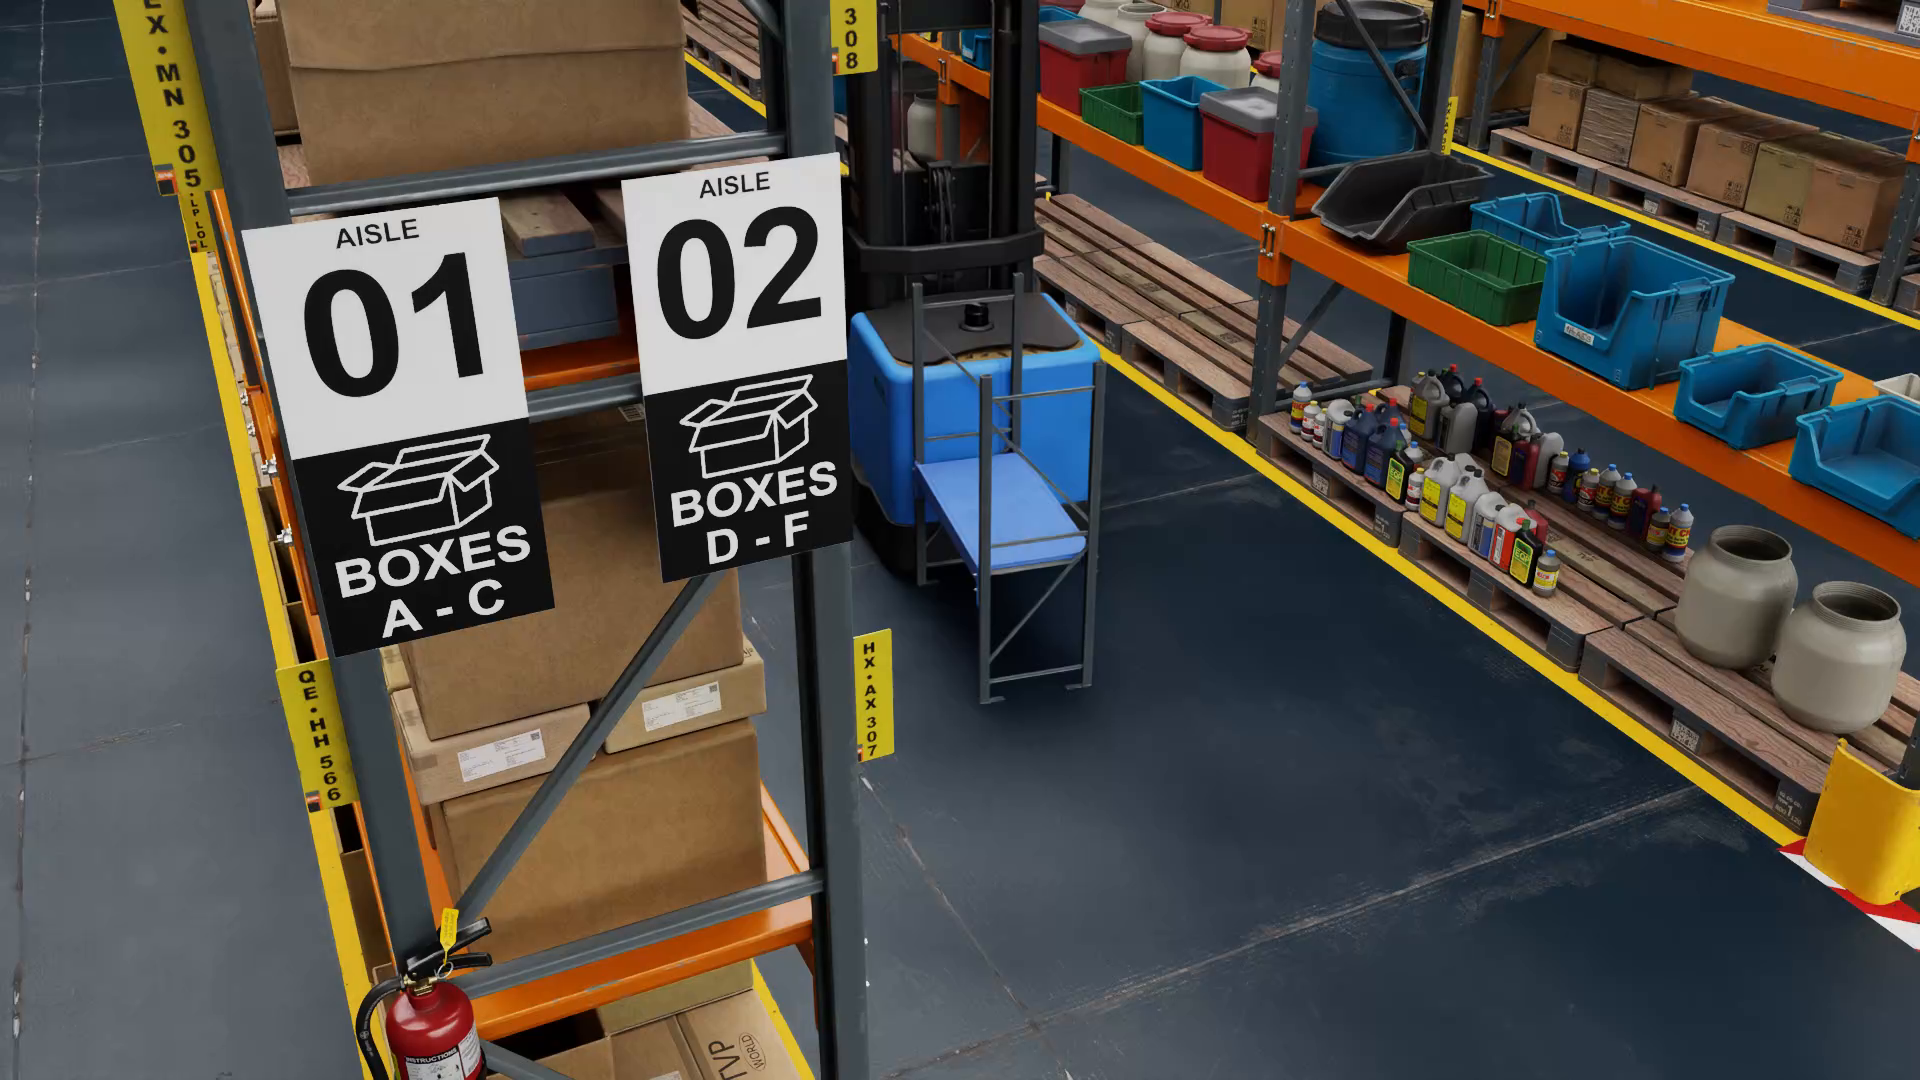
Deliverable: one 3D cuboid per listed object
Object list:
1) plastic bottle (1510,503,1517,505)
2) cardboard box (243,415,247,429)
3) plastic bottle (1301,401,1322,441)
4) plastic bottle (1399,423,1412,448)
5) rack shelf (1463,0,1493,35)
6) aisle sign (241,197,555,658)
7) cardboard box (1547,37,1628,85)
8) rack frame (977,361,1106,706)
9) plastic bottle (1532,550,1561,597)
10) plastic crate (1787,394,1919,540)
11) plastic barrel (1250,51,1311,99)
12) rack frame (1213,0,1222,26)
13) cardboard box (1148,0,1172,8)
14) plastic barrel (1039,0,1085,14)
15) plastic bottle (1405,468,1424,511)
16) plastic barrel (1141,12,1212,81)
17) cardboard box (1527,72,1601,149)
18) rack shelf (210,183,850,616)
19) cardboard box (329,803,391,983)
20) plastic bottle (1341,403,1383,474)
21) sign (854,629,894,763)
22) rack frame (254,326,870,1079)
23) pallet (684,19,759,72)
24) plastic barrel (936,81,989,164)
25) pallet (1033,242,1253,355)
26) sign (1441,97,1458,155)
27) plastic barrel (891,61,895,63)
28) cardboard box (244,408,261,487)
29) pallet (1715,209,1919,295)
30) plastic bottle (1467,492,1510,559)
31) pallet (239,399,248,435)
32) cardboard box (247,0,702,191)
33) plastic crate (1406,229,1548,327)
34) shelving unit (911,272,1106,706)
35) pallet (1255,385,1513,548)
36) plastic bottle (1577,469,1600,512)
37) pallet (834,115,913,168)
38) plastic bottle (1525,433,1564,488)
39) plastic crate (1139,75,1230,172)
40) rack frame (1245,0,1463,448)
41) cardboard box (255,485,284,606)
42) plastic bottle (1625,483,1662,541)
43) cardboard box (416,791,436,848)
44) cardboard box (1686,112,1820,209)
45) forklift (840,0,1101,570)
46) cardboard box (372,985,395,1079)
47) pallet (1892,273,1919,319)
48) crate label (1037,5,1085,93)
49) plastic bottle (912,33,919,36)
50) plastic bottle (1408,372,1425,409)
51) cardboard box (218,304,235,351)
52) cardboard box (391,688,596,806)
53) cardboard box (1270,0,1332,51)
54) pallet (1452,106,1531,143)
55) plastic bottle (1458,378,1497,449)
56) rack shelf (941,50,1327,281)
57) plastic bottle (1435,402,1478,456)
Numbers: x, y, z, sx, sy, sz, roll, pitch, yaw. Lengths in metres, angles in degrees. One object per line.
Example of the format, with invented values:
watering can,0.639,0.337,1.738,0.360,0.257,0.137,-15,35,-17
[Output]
plastic bottle,2.556,-0.074,7.727,0.097,0.201,0.097,0,29,0
cardboard box,-3.506,-0.680,8.778,0.500,0.250,0.500,-12,32,-21
plastic bottle,1.846,-0.631,8.720,0.097,0.201,0.097,0,29,0
plastic bottle,2.204,-0.457,8.338,0.097,0.271,0.097,0,29,0
rack shelf,3.959,-5.314,15.396,1.077,0.370,4.000,-13,32,-22
aisle sign,-0.934,-0.176,2.838,0.394,0.787,0.004,-13,32,-22
cardboard box,5.132,-3.884,13.448,0.500,0.250,0.500,-12,31,-20
rack frame,0.318,0.002,6.713,0.500,1.500,0.032,-8,30,-14
plastic bottle,2.594,0.139,7.347,0.097,0.201,0.097,0,29,0
plastic crate,3.293,-0.264,5.806,0.499,0.251,0.616,-13,32,-22
plastic barrel,1.849,-2.466,9.441,0.433,0.535,0.433,0,29,0
rack frame,3.100,-6.512,16.795,1.000,3.000,0.127,-13,32,-22
cardboard box,2.503,-6.474,18.471,0.875,0.875,0.875,-13,32,-22
plastic barrel,0.817,-3.623,11.504,0.600,0.536,0.708,-13,32,-22
plastic bottle,2.215,-0.252,8.044,0.097,0.201,0.097,0,29,0
plastic barrel,1.348,-2.981,10.360,0.433,0.535,0.433,0,29,0
cardboard box,5.123,-3.554,13.628,0.700,0.500,0.500,-15,33,-25
rack shelf,-1.555,-1.010,4.654,1.077,0.370,4.000,-13,32,-22
cardboard box,-1.638,0.944,5.115,0.500,0.500,0.500,-13,32,-22
plastic bottle,2.033,-0.530,8.388,0.144,0.351,0.185,-12,32,-21
sign,-0.193,0.342,3.608,0.100,0.325,0.005,-13,32,-22
rack frame,-0.697,0.868,3.636,1.000,3.000,0.127,-13,32,-22
pallet,-2.251,-5.112,17.150,1.003,0.211,1.213,-13,32,-22
plastic barrel,0.119,-3.154,12.597,0.600,0.830,0.708,-13,32,-22
pallet,1.162,-1.600,10.887,1.003,0.211,1.213,-13,32,-22
sign,2.563,-2.169,8.768,0.100,0.325,0.005,-13,32,-22
plastic barrel,-0.689,-3.745,13.976,0.421,0.512,0.421,0,29,0
cardboard box,-3.076,-0.475,7.839,0.500,0.311,0.500,-12,32,-21
pallet,6.199,-2.105,11.788,1.003,0.211,1.213,-13,32,-22
plastic bottle,2.451,-0.072,7.647,0.152,0.276,0.135,-14,32,-23
pallet,-3.293,-0.540,8.997,1.003,0.211,1.213,-13,32,-22
cardboard box,-0.940,-0.985,3.194,0.797,0.503,0.637,-11,31,-19
plastic crate,2.389,-1.186,7.515,0.450,0.188,0.662,-13,32,-22
shelving unit,0.177,-0.237,7.139,0.538,1.500,1.048,-8,30,-14
pallet,2.312,-0.416,8.776,1.003,0.211,1.213,-13,32,-22
plastic bottle,3.049,-0.248,8.036,0.097,0.201,0.097,0,29,0
pallet,-0.552,-3.366,14.037,1.003,0.211,1.213,-13,32,-22
plastic bottle,2.885,-0.418,8.263,0.152,0.276,0.135,-12,32,-21
plastic crate,1.307,-2.353,9.395,0.392,0.384,0.575,-13,32,-22
rack frame,2.061,-1.938,8.639,1.000,3.000,0.127,-13,32,-22
cardboard box,-2.498,0.060,6.691,0.500,0.500,0.500,-13,32,-22
plastic bottle,3.201,-0.148,7.774,0.061,0.283,0.133,-13,32,-21
cardboard box,-1.115,0.384,4.396,0.700,0.500,0.500,-12,32,-21
cardboard box,5.862,-2.817,12.312,0.700,0.500,0.500,-16,33,-26
forklift,-0.234,-1.841,8.537,1.130,2.935,3.031,-8,30,-14
cardboard box,-1.419,1.491,4.907,0.500,0.250,0.500,-13,32,-22
pallet,6.855,-1.472,10.659,1.003,0.211,1.213,-13,32,-22
crate label,0.526,-3.224,10.897,0.502,0.435,0.616,-13,32,-22
plastic bottle,-0.314,-3.845,12.159,0.061,0.283,0.133,-13,32,-22
plastic bottle,2.499,-0.814,9.046,0.097,0.201,0.097,0,29,0
cardboard box,-3.721,-1.146,9.035,0.500,0.311,0.500,-14,32,-23
cardboard box,-1.033,0.412,3.682,0.380,0.149,0.250,-14,32,-23
cardboard box,3.778,-5.095,16.012,1.225,0.875,0.875,-14,32,-24
pallet,4.547,-3.892,14.976,1.003,0.211,1.213,-13,32,-22
plastic bottle,2.681,-0.665,8.628,0.144,0.351,0.185,-15,32,-24
rack shelf,1.203,-2.507,10.390,1.077,0.370,4.000,-13,32,-22
plastic bottle,2.558,-0.591,8.571,0.152,0.276,0.135,-13,32,-22
